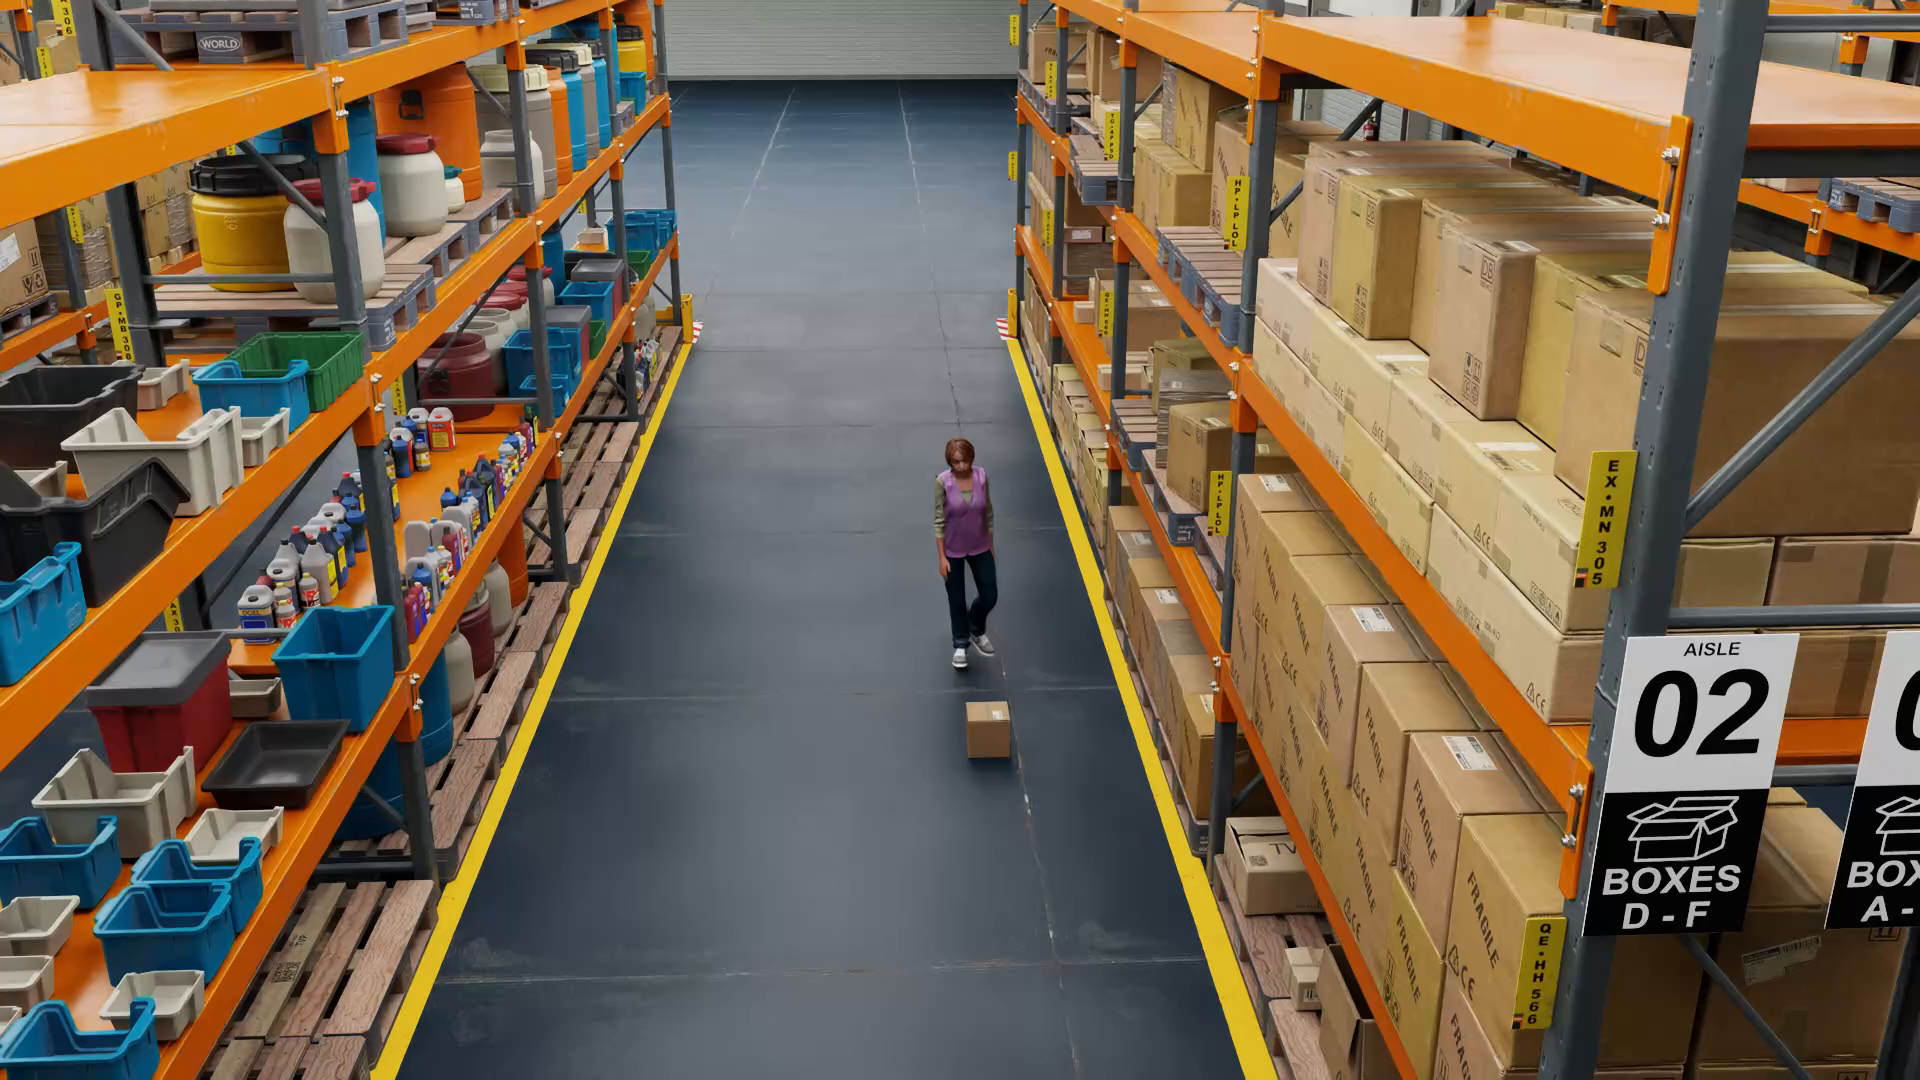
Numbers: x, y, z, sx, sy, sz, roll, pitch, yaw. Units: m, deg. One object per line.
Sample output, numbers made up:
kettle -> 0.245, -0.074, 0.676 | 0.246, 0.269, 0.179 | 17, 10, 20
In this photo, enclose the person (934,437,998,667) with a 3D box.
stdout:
person -> 0.031, 0.072, 10.841 | 0.429, 1.587, 0.408 | -4, 21, -9
